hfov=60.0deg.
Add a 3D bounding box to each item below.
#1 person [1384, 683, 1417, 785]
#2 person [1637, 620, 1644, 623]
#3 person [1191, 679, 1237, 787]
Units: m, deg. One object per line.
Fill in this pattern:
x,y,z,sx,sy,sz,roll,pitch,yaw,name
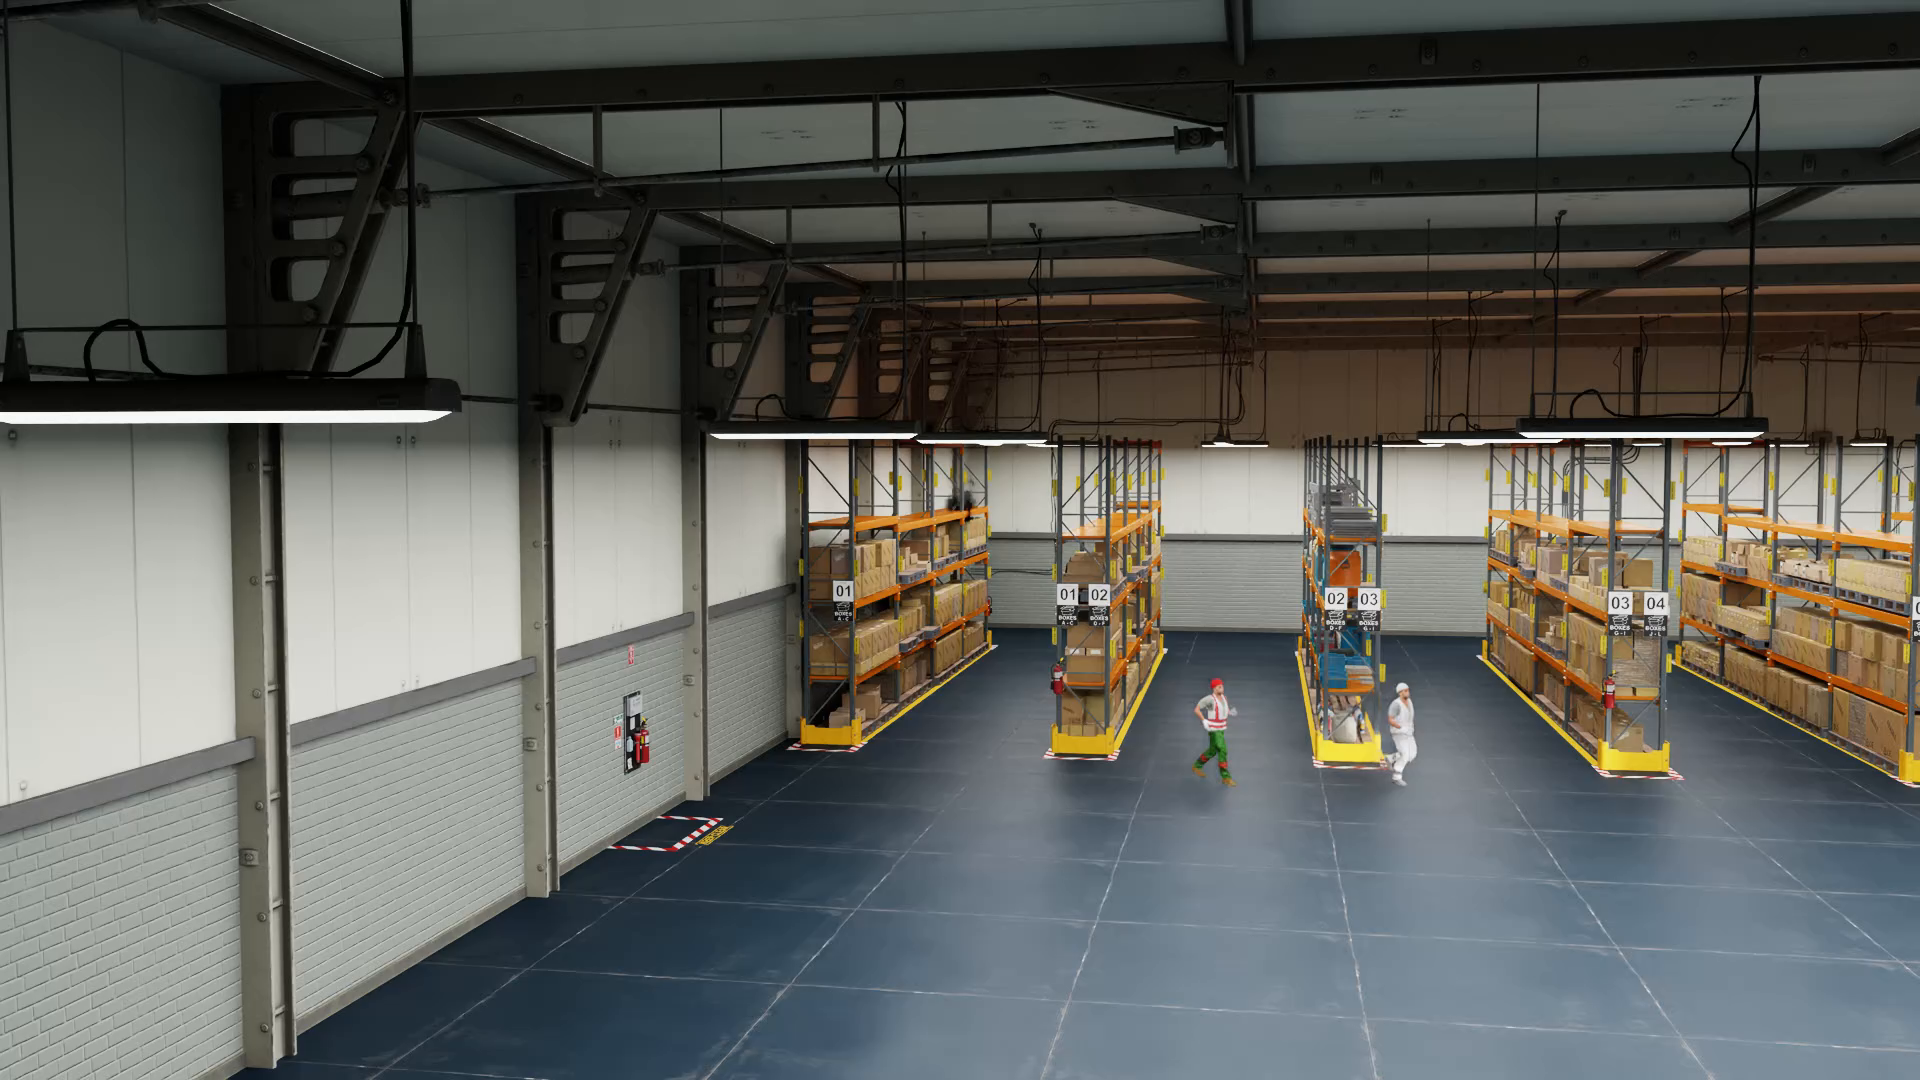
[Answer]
7.561,3.315,28.528,0.679,1.750,0.674,-3,4,-40,person
18.394,2.394,45.066,0.962,1.732,0.710,-1,3,-25,person
4.398,3.274,28.565,0.920,1.814,0.630,2,4,38,person
